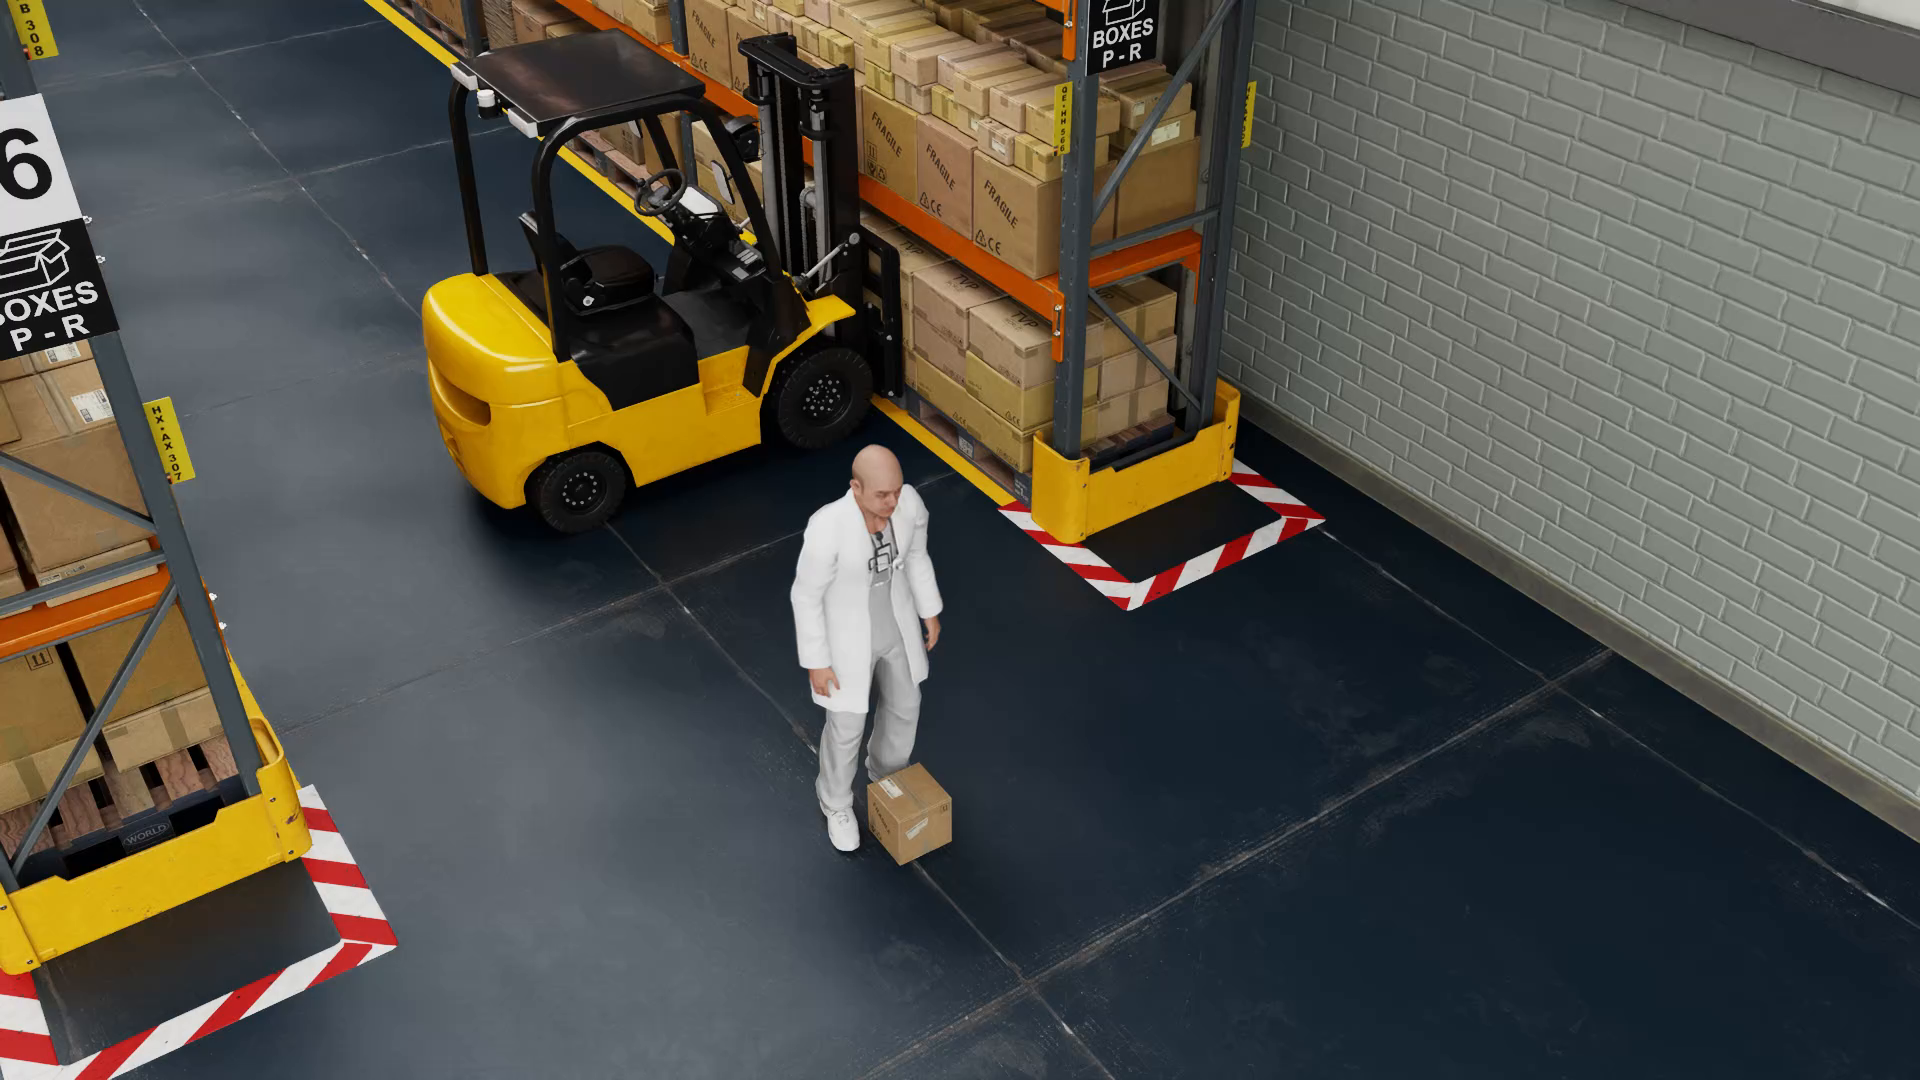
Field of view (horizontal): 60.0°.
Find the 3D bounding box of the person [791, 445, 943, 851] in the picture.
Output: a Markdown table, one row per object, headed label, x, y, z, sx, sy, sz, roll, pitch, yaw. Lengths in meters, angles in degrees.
| label | x | y | z | sx | sy | sz | roll | pitch | yaw |
| --- | --- | --- | --- | --- | --- | --- | --- | --- | --- |
| person | -0.348 | 0.378 | 6.494 | 0.655 | 1.774 | 0.416 | -24 | 42 | -29 |
